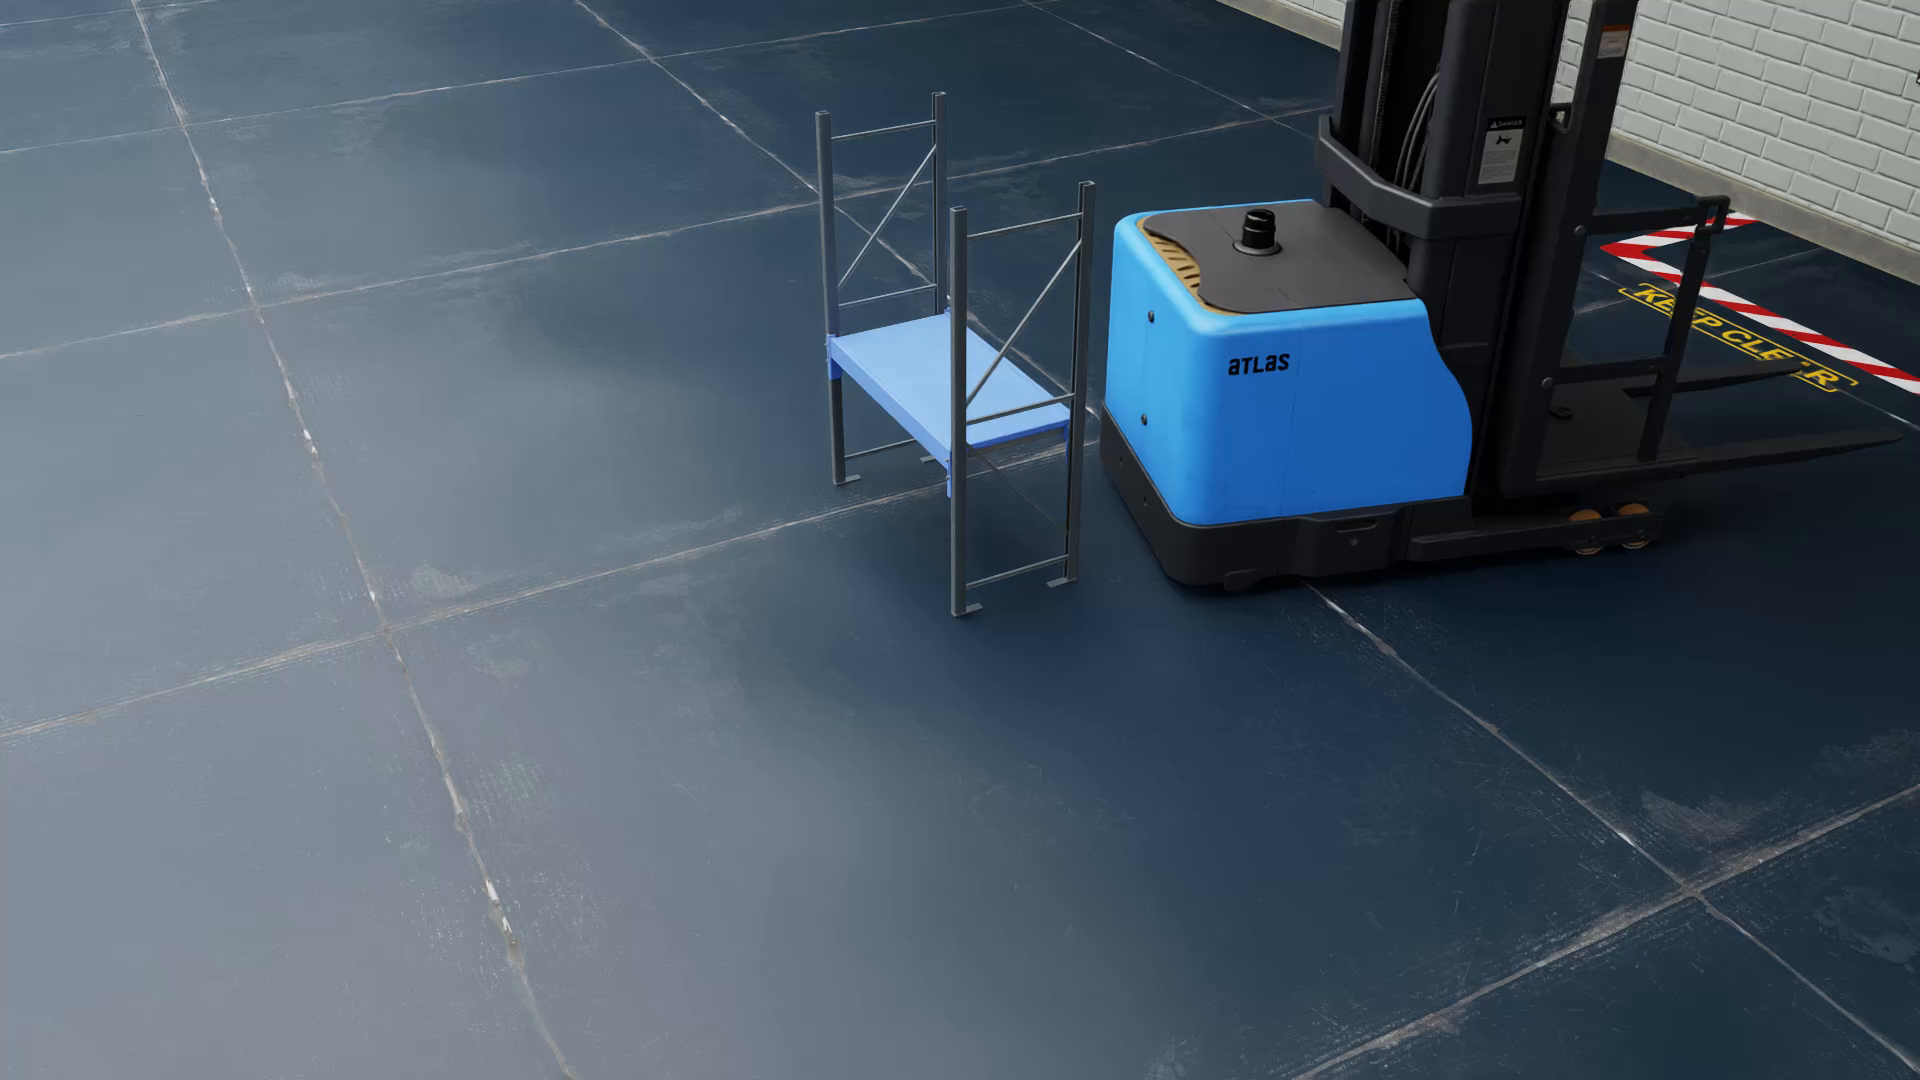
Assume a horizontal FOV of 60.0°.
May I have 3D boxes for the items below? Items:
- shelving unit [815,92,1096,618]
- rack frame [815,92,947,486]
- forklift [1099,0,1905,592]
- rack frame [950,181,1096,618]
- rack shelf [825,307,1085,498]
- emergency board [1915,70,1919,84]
[{"bbox_3d":[-0.040,-0.672,5.909,0.538,1.500,1.048,-16,36,-23],"label":"shelving unit"},{"bbox_3d":[-0.277,-0.915,6.288,0.500,1.500,0.032,-16,36,-23],"label":"rack frame"},{"bbox_3d":[2.126,-1.451,5.799,3.031,2.935,1.130,-7,33,-10],"label":"forklift"},{"bbox_3d":[0.197,-0.430,5.530,0.500,1.500,0.032,-16,36,-23],"label":"rack frame"},{"bbox_3d":[-0.040,-0.521,6.006,0.538,0.185,1.000,-16,36,-23],"label":"rack shelf"},{"bbox_3d":[4.668,-2.518,7.399,0.157,1.169,0.626,-16,36,-23],"label":"emergency board"}]
